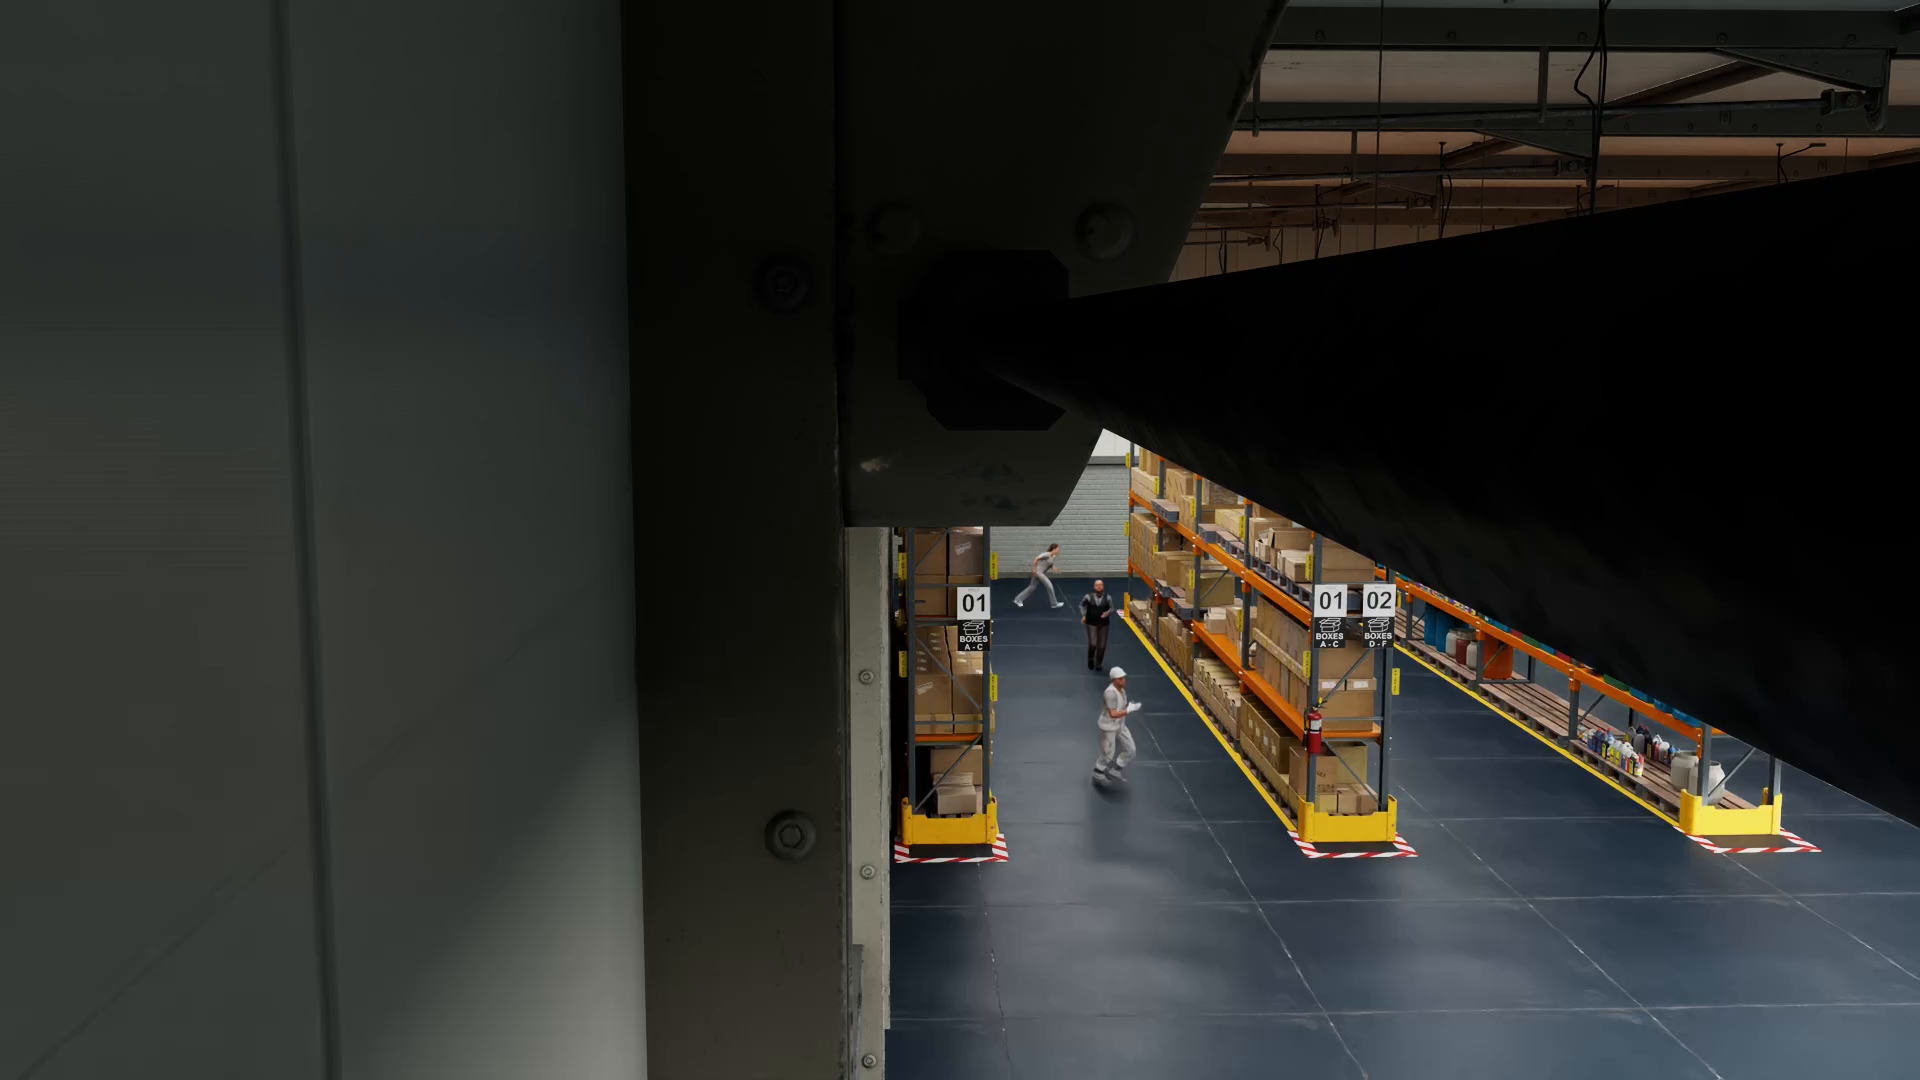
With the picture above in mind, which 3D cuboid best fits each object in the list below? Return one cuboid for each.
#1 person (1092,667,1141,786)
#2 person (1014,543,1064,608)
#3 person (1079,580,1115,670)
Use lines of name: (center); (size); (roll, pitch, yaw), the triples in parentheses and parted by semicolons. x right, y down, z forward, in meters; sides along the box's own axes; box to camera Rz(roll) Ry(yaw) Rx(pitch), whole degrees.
person: (2.092, 2.579, 22.693); (0.870, 1.745, 0.566); (6, 10, 41)
person: (1.781, 0.882, 37.323); (1.159, 1.281, 0.555); (2, 8, 19)
person: (2.525, 1.574, 30.522); (0.638, 1.682, 0.648); (0, 7, -3)
